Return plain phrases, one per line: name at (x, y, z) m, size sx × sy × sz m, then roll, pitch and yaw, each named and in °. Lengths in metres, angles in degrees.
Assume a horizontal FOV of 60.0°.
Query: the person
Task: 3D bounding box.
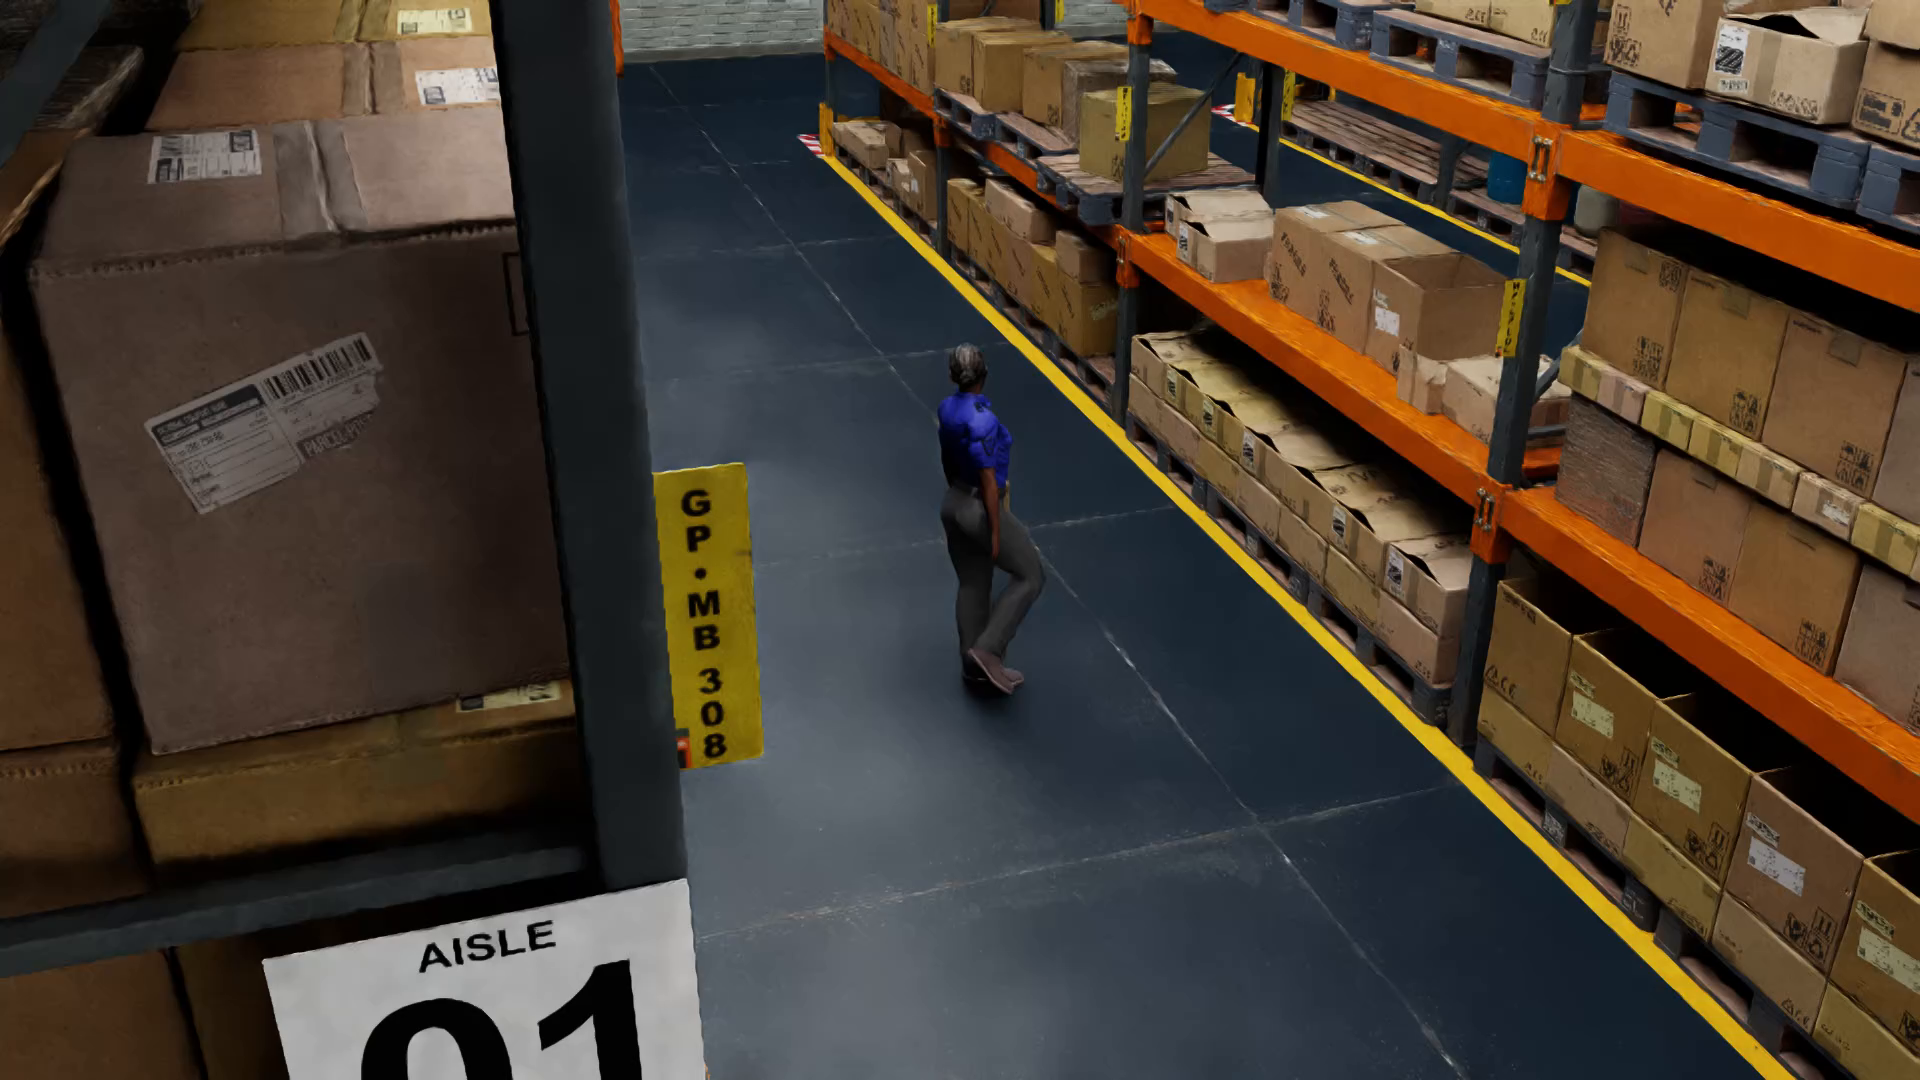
person at (0.156, -0.090, 7.784) m, size 0.427 × 1.650 × 0.663 m, roll -12°, pitch 29°, yaw -22°
